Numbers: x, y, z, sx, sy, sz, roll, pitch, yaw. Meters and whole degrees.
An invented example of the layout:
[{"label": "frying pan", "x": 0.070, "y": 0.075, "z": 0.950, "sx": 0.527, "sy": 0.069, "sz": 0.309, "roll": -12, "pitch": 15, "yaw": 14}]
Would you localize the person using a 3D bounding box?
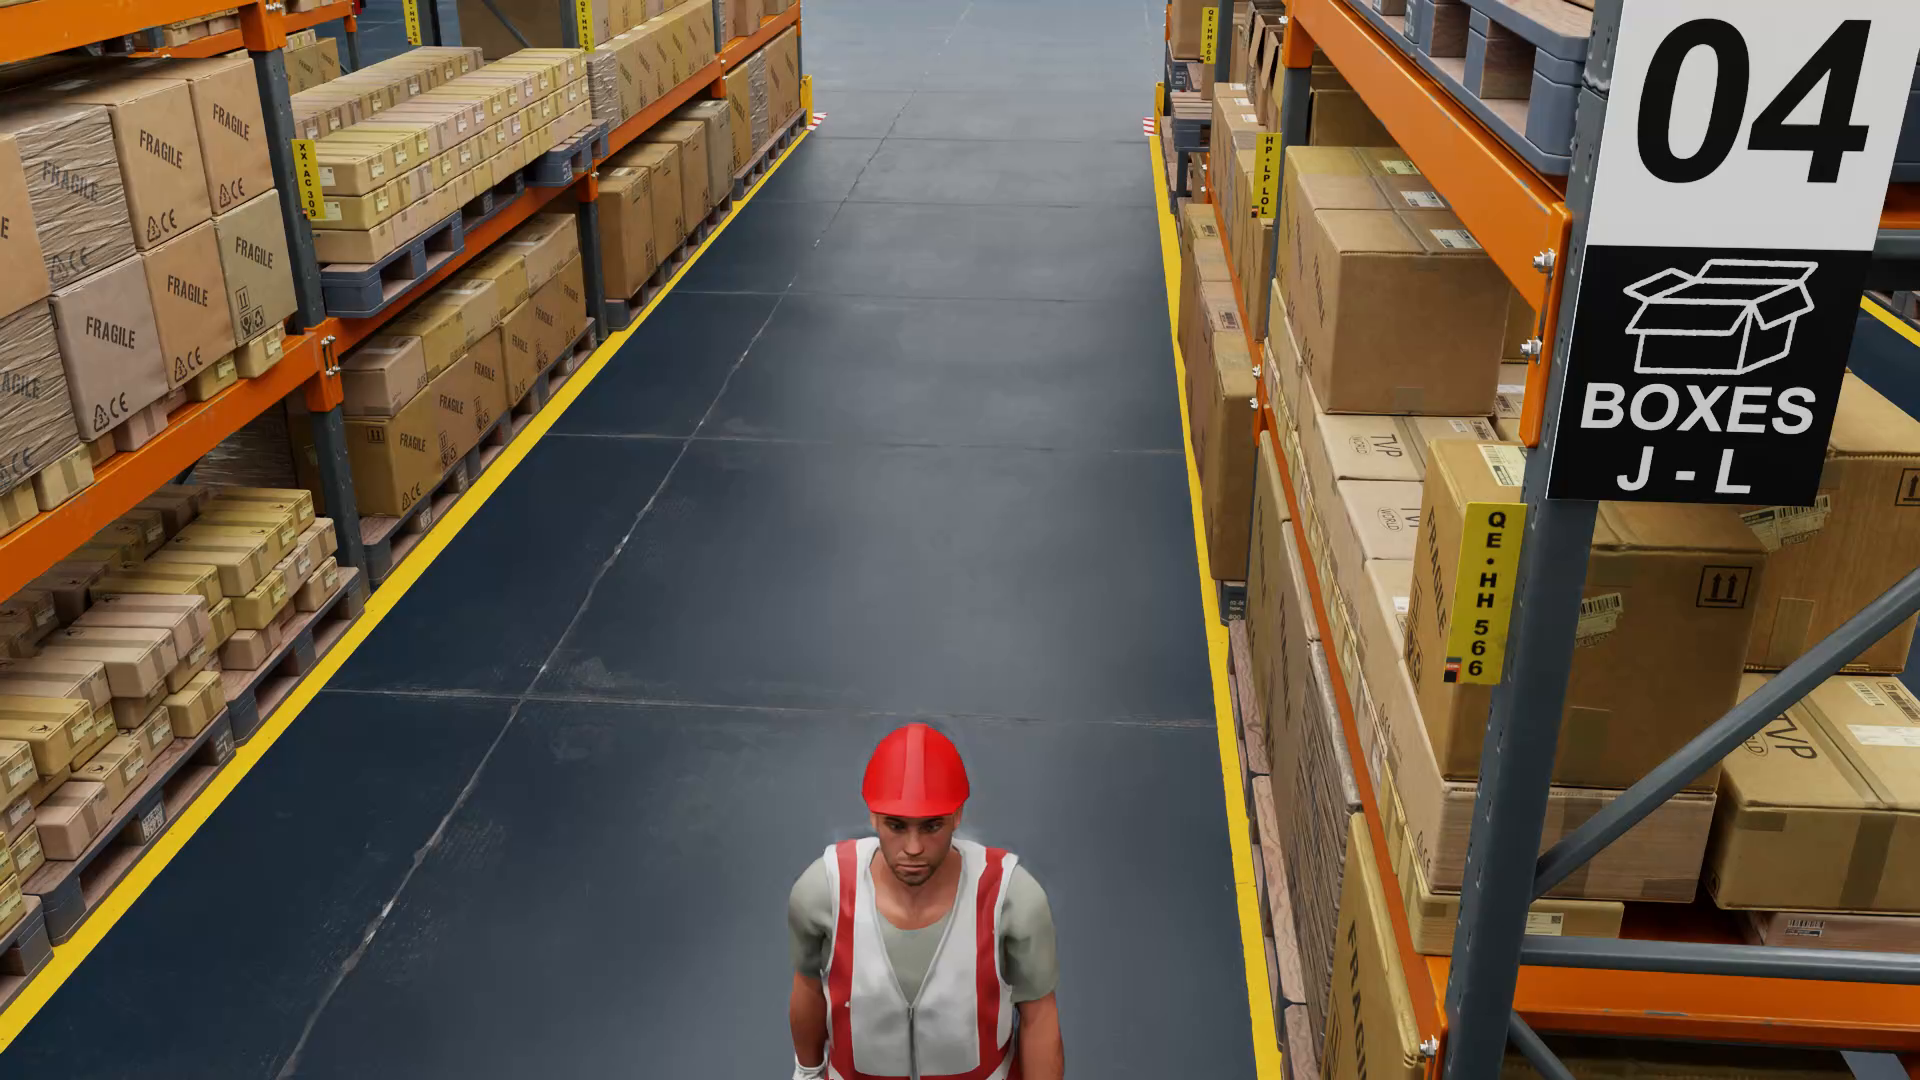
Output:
[{"label": "person", "x": -0.073, "y": 1.229, "z": 3.377, "sx": 0.577, "sy": 1.844, "sz": 0.665, "roll": 0, "pitch": 24, "yaw": -1}]
